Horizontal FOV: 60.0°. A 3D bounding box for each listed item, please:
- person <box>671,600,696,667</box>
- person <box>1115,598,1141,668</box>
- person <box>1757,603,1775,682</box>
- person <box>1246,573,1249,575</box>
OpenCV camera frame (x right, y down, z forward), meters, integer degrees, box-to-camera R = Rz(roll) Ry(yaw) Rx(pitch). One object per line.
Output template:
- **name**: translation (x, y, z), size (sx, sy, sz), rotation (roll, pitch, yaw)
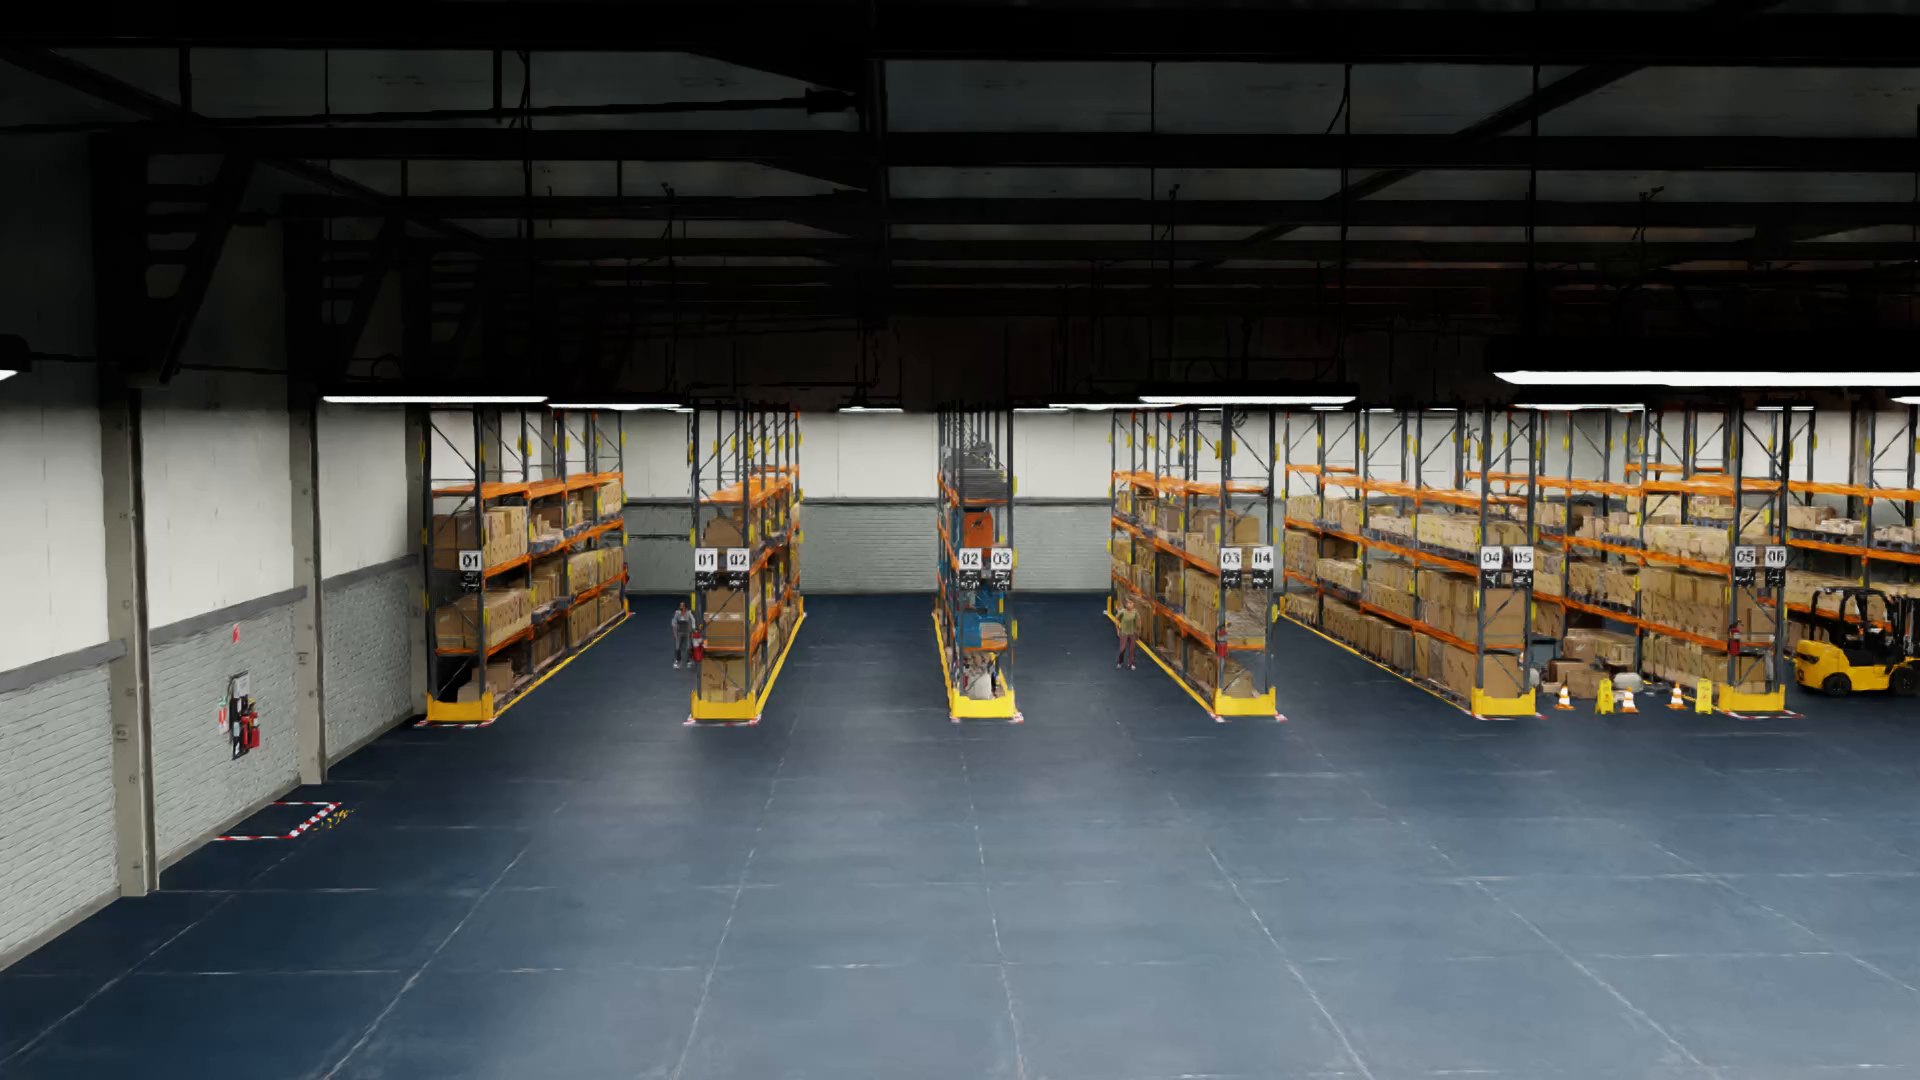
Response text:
- **person**: translation (-6.234, 2.113, 37.502), size (0.566, 1.541, 0.519), rotation (0, 4, -5)
- **person**: translation (3.771, 2.086, 37.349), size (0.598, 1.618, 0.507), rotation (0, 4, -4)
- **person**: translation (17.205, 2.179, 35.641), size (0.480, 1.666, 0.523), rotation (2, 5, 28)
- **person**: translation (8.298, 1.200, 48.901), size (0.455, 1.589, 1.088), rotation (0, 4, 1)
